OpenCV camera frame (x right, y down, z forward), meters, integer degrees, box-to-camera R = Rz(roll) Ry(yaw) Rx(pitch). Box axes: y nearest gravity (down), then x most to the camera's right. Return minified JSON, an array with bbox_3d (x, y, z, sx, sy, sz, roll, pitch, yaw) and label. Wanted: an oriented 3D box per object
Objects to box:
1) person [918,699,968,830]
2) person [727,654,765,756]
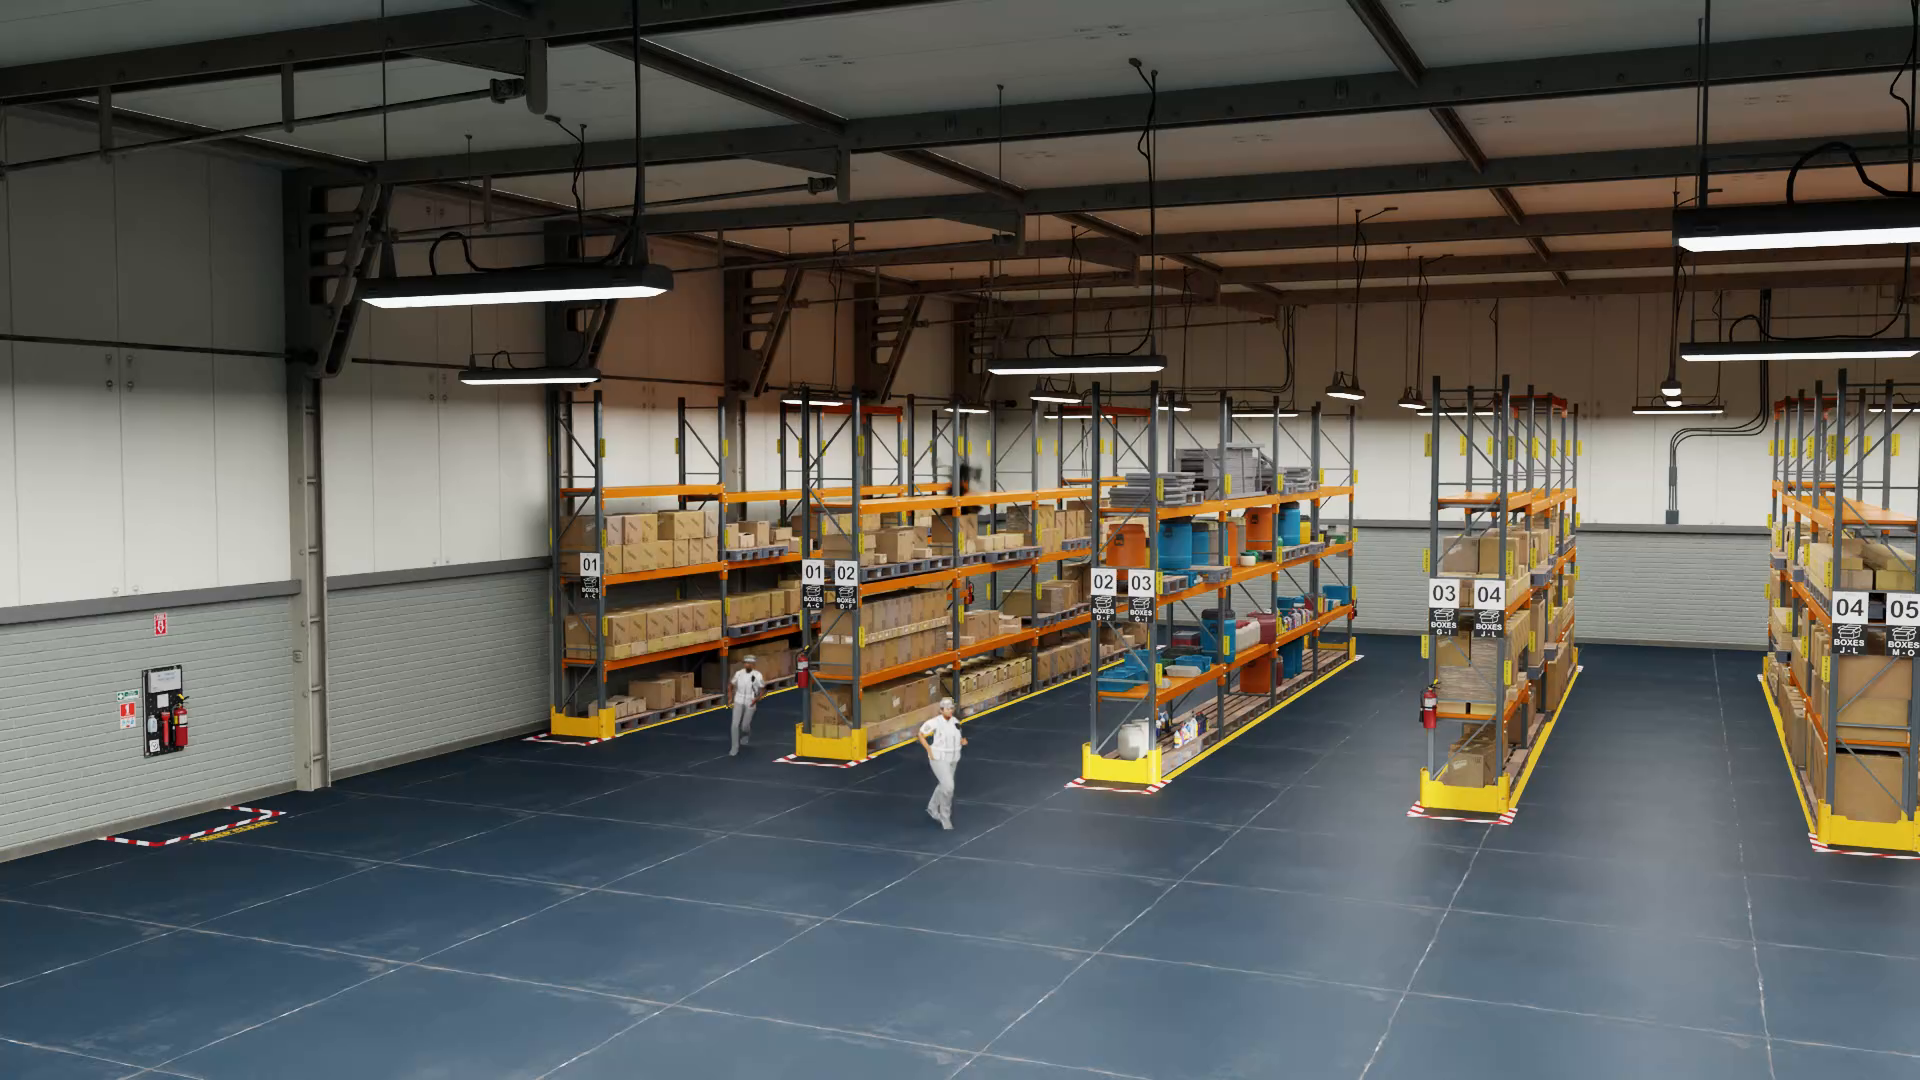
[{"bbox_3d":[-0.206,2.965,22.071,0.584,1.728,0.752,-3,4,-44],"label":"person"},{"bbox_3d":[-3.505,2.691,27.328,0.614,1.659,0.641,0,3,5],"label":"person"}]
